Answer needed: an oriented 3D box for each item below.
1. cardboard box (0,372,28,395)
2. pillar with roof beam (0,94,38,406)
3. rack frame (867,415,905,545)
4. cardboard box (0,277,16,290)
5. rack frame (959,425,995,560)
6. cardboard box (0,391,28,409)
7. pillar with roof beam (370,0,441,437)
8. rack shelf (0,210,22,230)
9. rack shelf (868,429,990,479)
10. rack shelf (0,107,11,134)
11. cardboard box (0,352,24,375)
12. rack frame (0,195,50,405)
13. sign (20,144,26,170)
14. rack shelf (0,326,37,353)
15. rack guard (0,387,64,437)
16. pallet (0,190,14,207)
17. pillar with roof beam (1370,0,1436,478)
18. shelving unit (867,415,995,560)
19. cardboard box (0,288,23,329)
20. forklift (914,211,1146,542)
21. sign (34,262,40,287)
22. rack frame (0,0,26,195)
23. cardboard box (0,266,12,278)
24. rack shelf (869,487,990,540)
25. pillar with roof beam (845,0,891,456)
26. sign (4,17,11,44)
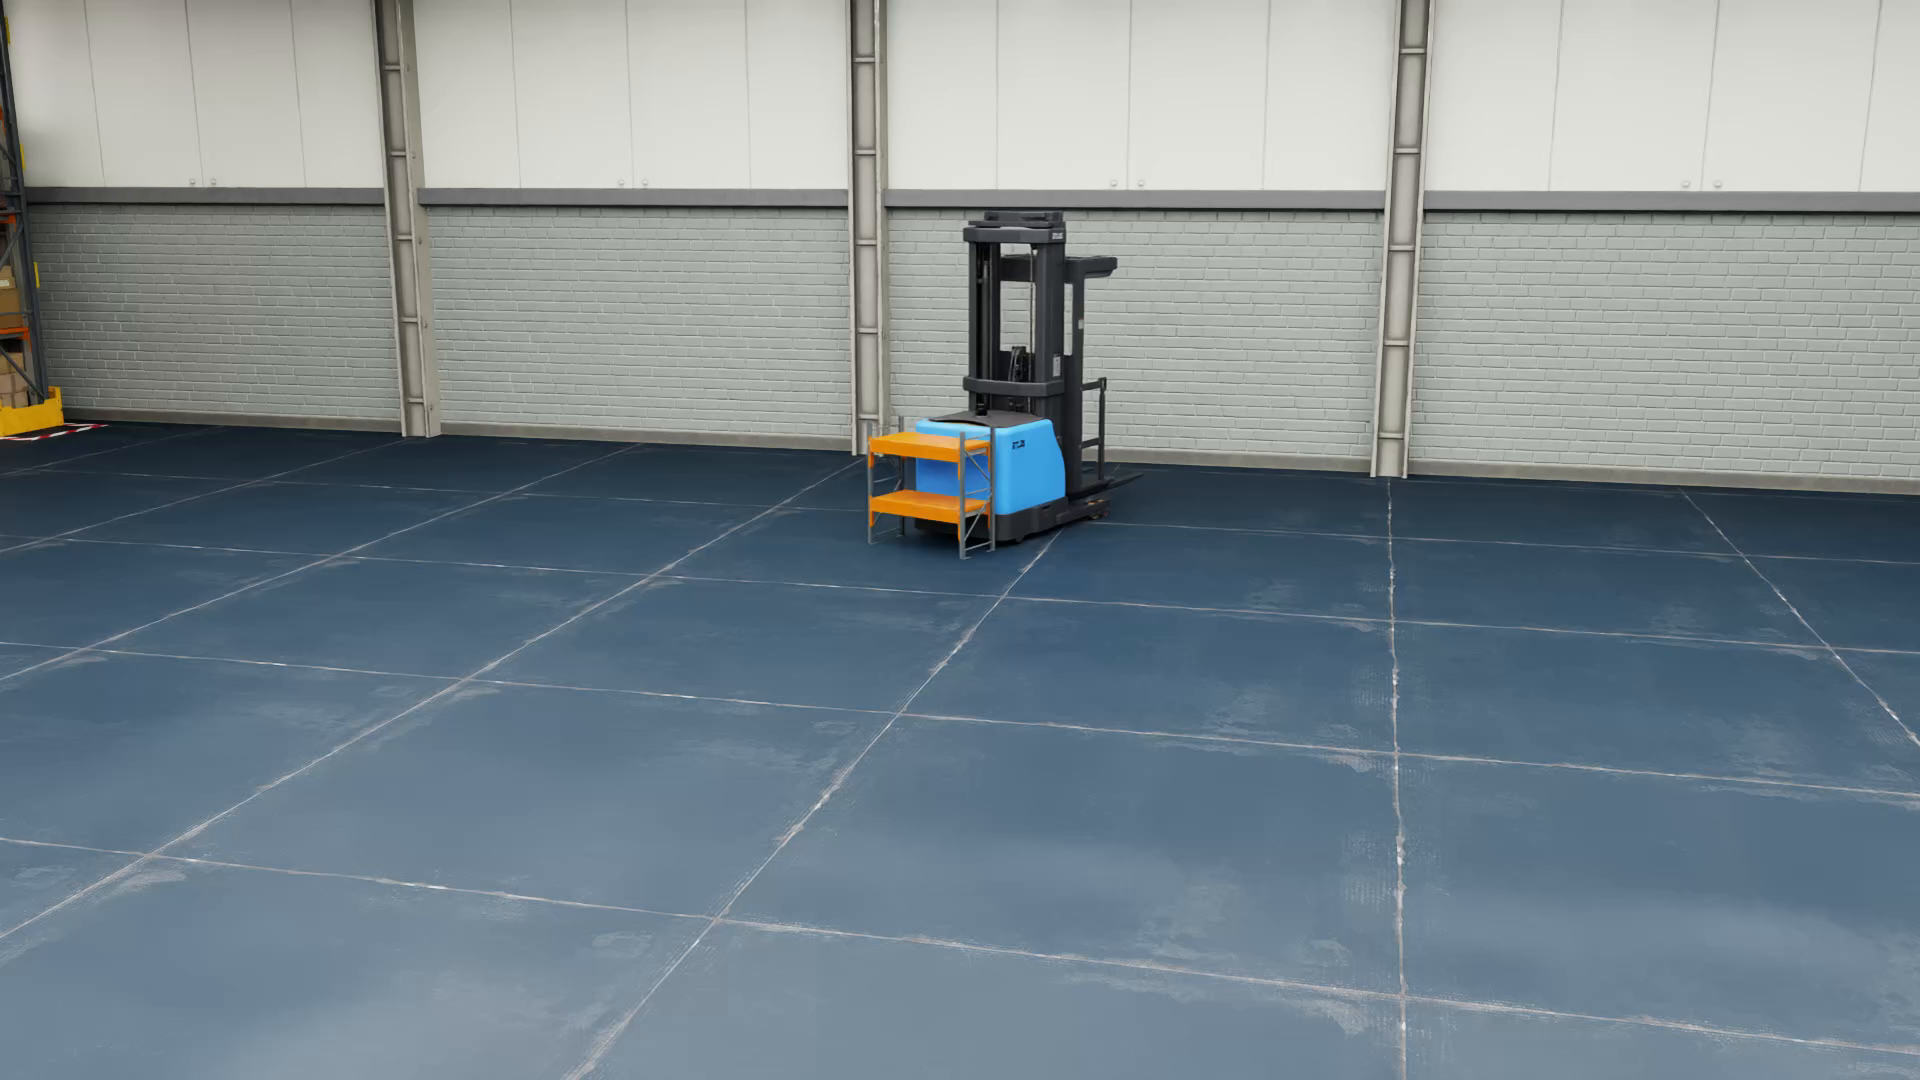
[{"bbox_3d":[-12.658,-2.069,21.858,0.500,0.250,0.500,3,13,15],"label":"cardboard box"},{"bbox_3d":[-13.742,-5.143,17.640,0.400,9.000,9.100,3,13,14],"label":"pillar with roof beam"},{"bbox_3d":[-0.671,-0.547,15.101,0.032,1.125,0.500,9,15,35],"label":"rack frame"},{"bbox_3d":[-12.518,-3.332,21.597,0.250,0.149,0.380,3,13,12],"label":"cardboard box"},{"bbox_3d":[0.153,-0.418,14.520,0.032,1.125,0.500,9,15,35],"label":"rack frame"},{"bbox_3d":[-12.681,-1.823,21.905,0.500,0.250,0.500,3,13,14],"label":"cardboard box"},{"bbox_3d":[-7.917,-4.832,16.236,0.400,9.000,9.100,3,13,14],"label":"pillar with roof beam"},{"bbox_3d":[-14.193,-4.111,21.574,4.000,0.370,1.077,3,13,14],"label":"rack shelf"},{"bbox_3d":[-0.259,-0.768,14.747,1.000,0.278,0.538,9,15,35],"label":"rack shelf"},{"bbox_3d":[-14.193,-5.380,21.292,4.000,0.370,1.077,3,13,14],"label":"rack shelf"},{"bbox_3d":[-12.672,-2.310,21.789,0.500,0.250,0.500,3,13,13],"label":"cardboard box"},{"bbox_3d":[-12.251,-2.894,21.353,0.127,3.000,1.000,3,13,14],"label":"rack frame"},{"bbox_3d":[-12.112,-4.940,21.449,0.005,0.325,0.100,3,13,14],"label":"sign"},{"bbox_3d":[-14.193,-2.647,21.899,4.000,0.370,1.077,3,13,14],"label":"rack shelf"},{"bbox_3d":[-12.228,-1.672,21.618,0.348,0.500,1.175,3,13,14],"label":"rack guard"},{"bbox_3d":[-12.931,-4.357,21.227,1.213,0.211,1.003,3,13,14],"label":"pallet"},{"bbox_3d":[3.733,-4.209,13.429,0.400,9.000,9.100,3,13,14],"label":"pillar with roof beam"},{"bbox_3d":[-0.259,-0.482,14.811,1.048,1.125,0.538,9,15,35],"label":"shelving unit"},{"bbox_3d":[-12.665,-3.027,21.721,0.500,0.500,0.500,3,13,15],"label":"cardboard box"},{"bbox_3d":[0.816,-1.679,16.034,1.130,2.935,3.031,8,15,33],"label":"forklift"},{"bbox_3d":[-12.112,-3.472,21.775,0.005,0.325,0.100,3,13,14],"label":"sign"},{"bbox_3d":[-12.251,-5.823,20.703,0.127,3.000,1.000,3,13,14],"label":"rack frame"},{"bbox_3d":[-12.526,-3.467,21.521,0.250,0.149,0.380,3,13,12],"label":"cardboard box"},{"bbox_3d":[-0.259,-0.244,14.864,1.000,0.278,0.538,9,15,35],"label":"rack shelf"},{"bbox_3d":[-2.092,-4.520,14.833,0.400,9.000,9.100,3,13,14],"label":"pillar with roof beam"},{"bbox_3d":[-12.112,-6.473,21.109,0.005,0.325,0.100,3,13,14],"label":"sign"}]
